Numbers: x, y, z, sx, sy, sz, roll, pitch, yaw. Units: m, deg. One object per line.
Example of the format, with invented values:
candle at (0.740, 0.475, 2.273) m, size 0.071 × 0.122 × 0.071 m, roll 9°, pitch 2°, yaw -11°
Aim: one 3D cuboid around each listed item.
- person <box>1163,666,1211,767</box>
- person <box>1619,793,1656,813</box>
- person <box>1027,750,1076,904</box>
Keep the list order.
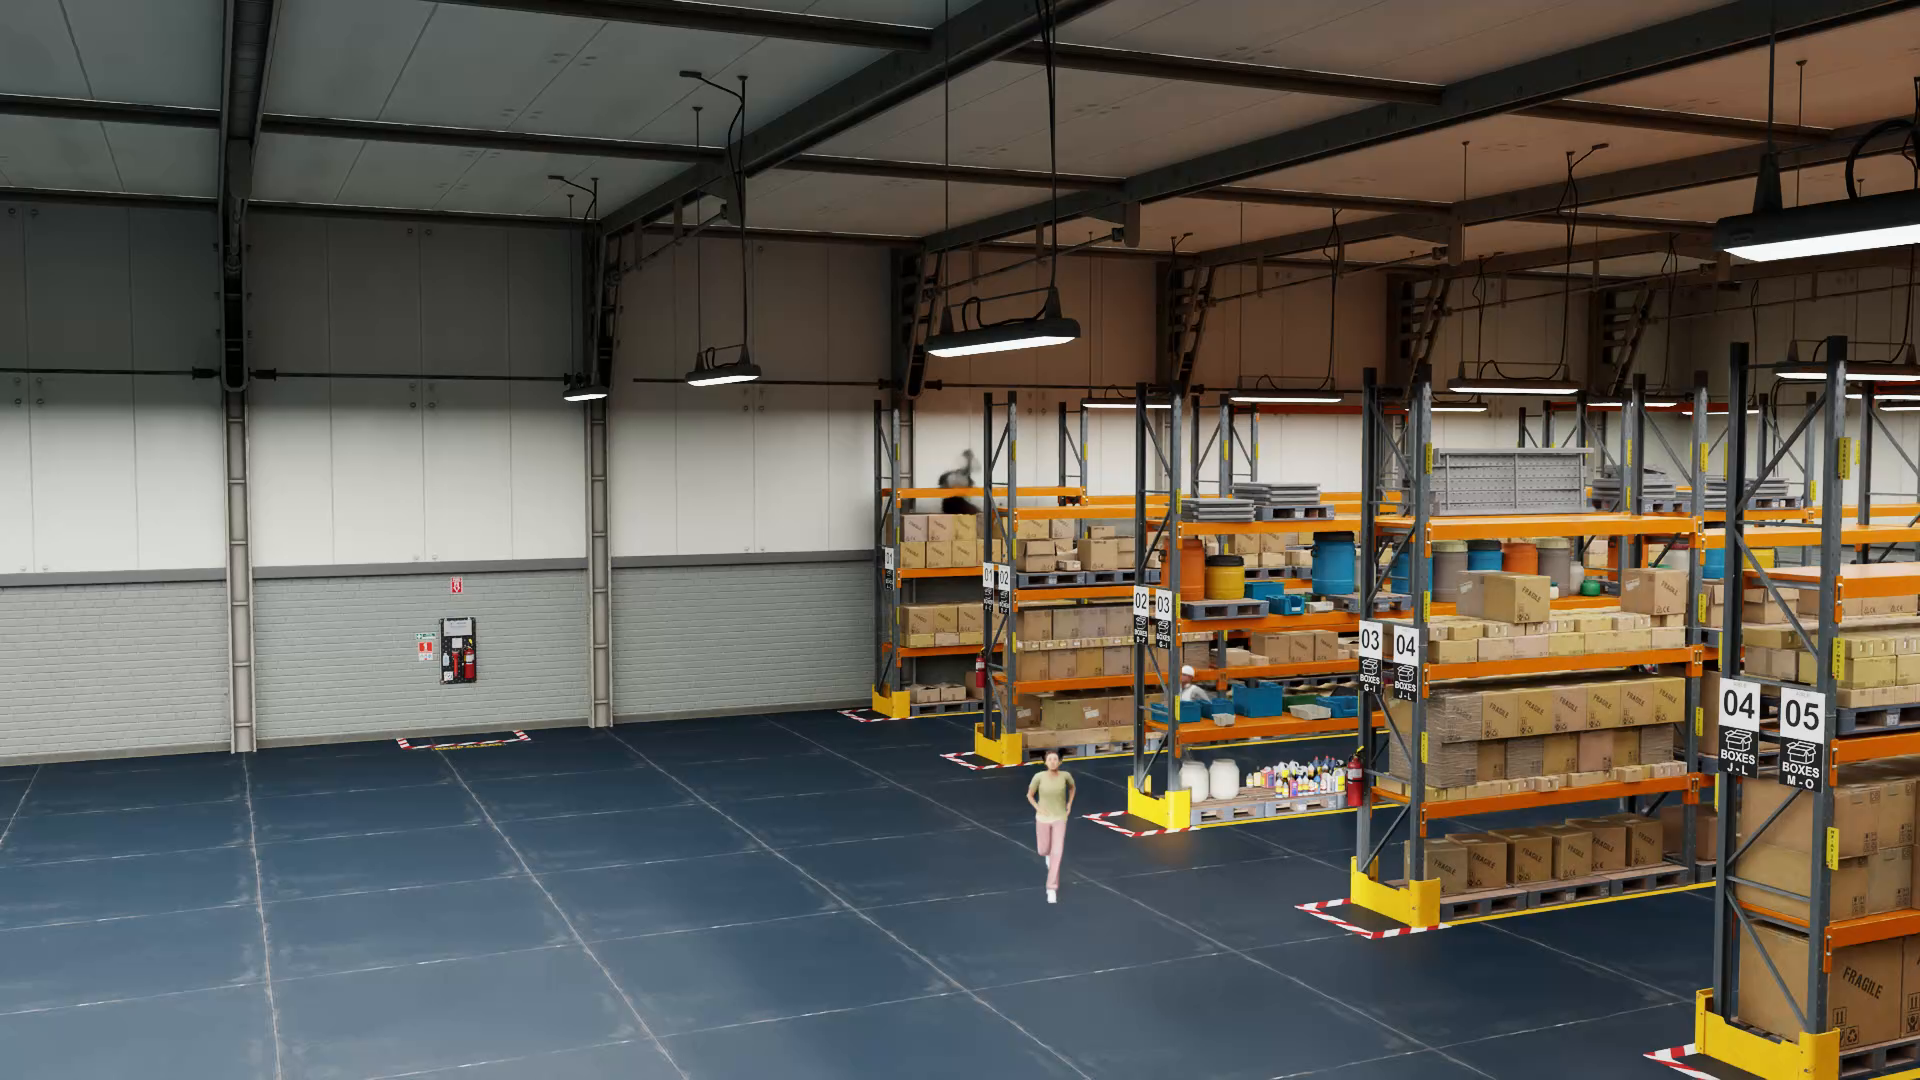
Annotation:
person at (3.401, 2.817, 25.308) m, size 0.680 × 1.800 × 0.639 m, roll -2°, pitch 4°, yaw -36°
person at (9.280, 3.003, 22.820) m, size 0.817 × 1.713 × 0.527 m, roll -3°, pitch 4°, yaw -37°
person at (1.049, 3.239, 19.184) m, size 0.549 × 1.662 × 1.093 m, roll 1°, pitch 3°, yaw 9°
